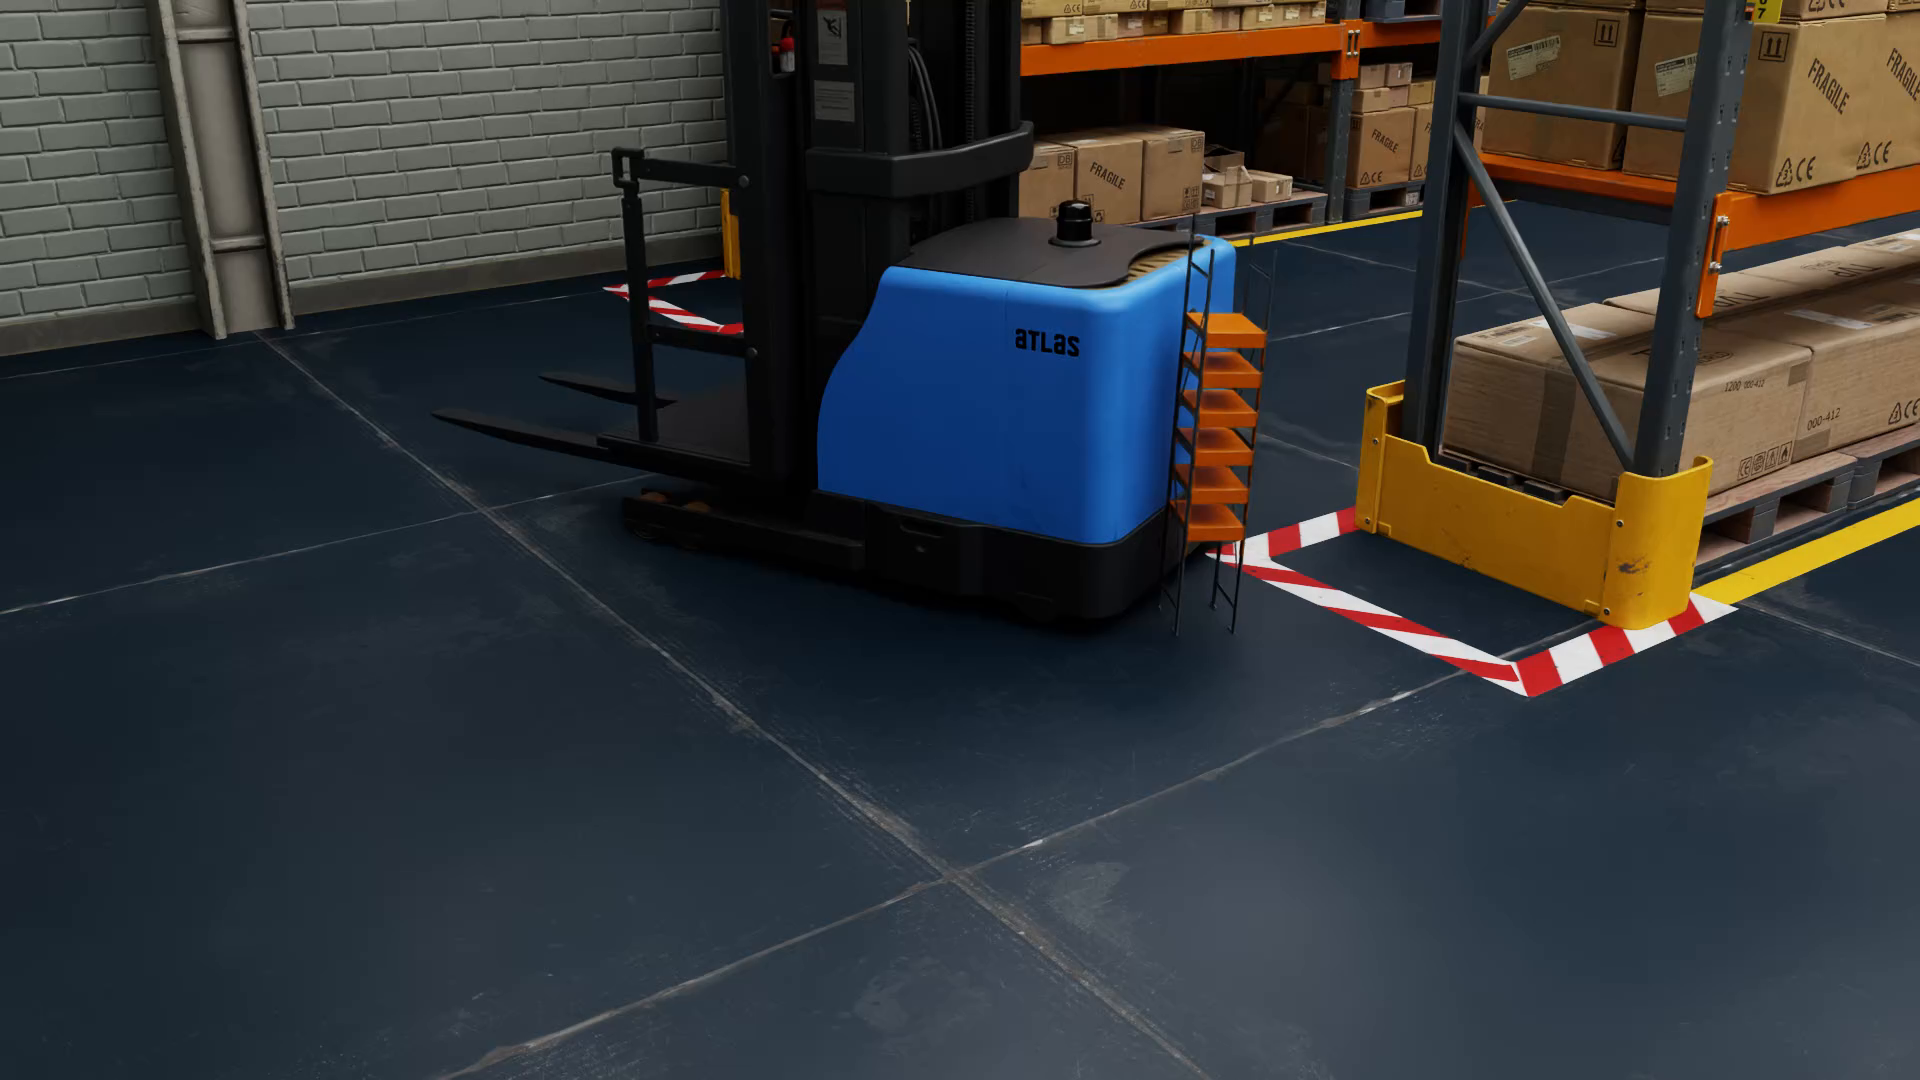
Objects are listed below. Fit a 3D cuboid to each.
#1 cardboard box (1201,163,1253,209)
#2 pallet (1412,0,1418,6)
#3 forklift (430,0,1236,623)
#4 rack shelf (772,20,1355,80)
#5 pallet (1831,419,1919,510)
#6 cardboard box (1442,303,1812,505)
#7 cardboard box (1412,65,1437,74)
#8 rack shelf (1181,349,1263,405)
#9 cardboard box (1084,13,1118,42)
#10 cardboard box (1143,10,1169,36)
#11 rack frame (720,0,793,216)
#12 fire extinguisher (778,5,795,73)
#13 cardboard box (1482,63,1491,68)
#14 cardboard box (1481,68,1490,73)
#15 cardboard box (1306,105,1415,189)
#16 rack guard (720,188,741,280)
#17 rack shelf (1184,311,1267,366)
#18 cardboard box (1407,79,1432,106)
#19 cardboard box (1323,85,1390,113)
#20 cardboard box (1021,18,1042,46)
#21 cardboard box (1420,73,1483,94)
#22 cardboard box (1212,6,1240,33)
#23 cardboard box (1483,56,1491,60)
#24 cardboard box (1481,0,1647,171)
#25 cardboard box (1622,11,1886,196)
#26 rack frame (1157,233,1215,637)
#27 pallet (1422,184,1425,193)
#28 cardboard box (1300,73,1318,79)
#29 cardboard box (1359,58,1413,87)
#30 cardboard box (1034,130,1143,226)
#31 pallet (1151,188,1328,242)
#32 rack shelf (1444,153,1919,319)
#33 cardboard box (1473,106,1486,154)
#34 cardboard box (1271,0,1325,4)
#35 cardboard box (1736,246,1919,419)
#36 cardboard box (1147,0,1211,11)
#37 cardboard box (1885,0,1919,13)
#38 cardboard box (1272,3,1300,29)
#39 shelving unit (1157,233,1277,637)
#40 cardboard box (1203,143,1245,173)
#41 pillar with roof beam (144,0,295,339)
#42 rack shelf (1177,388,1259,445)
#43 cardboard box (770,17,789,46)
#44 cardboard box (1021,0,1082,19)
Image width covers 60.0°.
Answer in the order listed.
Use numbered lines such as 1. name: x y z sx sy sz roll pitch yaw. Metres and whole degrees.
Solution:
1. cardboard box: 1.680 -2.317 10.778 0.258 0.266 0.396 -14 26 -31
2. pallet: 3.922 -4.032 12.213 1.213 0.211 1.003 -15 26 -33
3. forklift: -0.608 -1.485 5.663 3.031 2.935 1.130 12 25 27
4. rack shelf: 0.628 -2.911 10.115 4.000 0.370 1.077 -15 26 -33
5. pallet: 3.499 -0.484 6.824 1.213 0.211 1.003 -15 26 -33
6. cardboard box: 2.383 -0.498 5.987 0.875 0.438 0.875 -16 27 -35
7. cardboard box: 3.407 -3.473 12.483 0.250 0.149 0.380 -14 26 -32
8. rack shelf: 0.774 -0.487 4.962 0.180 0.103 0.258 -1 22 -8
9. cardboard box: 0.708 -3.011 9.734 0.250 0.149 0.380 -14 26 -32
10. cardboard box: 1.050 -3.155 10.095 0.250 0.149 0.380 -14 26 -32
11. rack frame: -0.996 -2.812 8.896 0.127 3.000 1.000 -15 26 -33
12. fire extinguisher: -0.845 -2.432 8.552 0.183 0.674 0.296 -15 26 -33
13. cardboard box: 3.874 -3.564 12.711 0.250 0.149 0.380 -15 26 -33
14. cardboard box: 3.923 -3.380 12.249 0.250 0.149 0.380 -15 26 -33
15. cardboard box: 2.775 -2.749 11.544 0.500 0.500 0.500 -14 25 -31
16. rack guard: -0.934 -1.668 9.401 0.348 0.500 1.175 -15 26 -33
17. rack shelf: 0.779 -0.599 4.918 0.180 0.103 0.258 -1 22 -8
18. cardboard box: 3.079 -3.153 11.682 0.250 0.149 0.380 -17 27 -36
19. cardboard box: 2.698 -3.011 11.325 0.250 0.149 0.380 -14 25 -30
20. cardboard box: 0.257 -2.916 9.495 0.250 0.149 0.380 -14 26 -32
21. cardboard box: 3.518 -3.259 11.948 0.250 0.149 0.380 -15 26 -33
22. cardboard box: 1.515 -3.241 10.311 0.250 0.149 0.380 -14 26 -31
23. cardboard box: 4.231 -3.702 13.057 0.250 0.149 0.380 -16 27 -35
24. cardboard box: 2.143 -1.550 5.599 0.500 0.500 0.500 -15 26 -33
25. cardboard box: 2.463 -1.384 5.182 0.500 0.500 0.500 -15 26 -33
26. rack frame: 0.676 -0.304 5.020 0.006 1.200 0.240 -1 22 -8
27. pallet: 3.880 -2.836 12.718 1.213 0.211 1.003 -15 26 -33
28. cardboard box: 2.592 -3.238 11.895 0.250 0.149 0.380 -15 26 -33
29. cardboard box: 2.880 -3.220 11.447 0.250 0.149 0.380 -16 27 -35
30. cardboard box: 0.760 -2.208 10.188 0.500 0.500 0.500 -14 26 -32
31. pallet: 1.693 -2.234 11.211 1.213 0.211 1.003 -15 26 -33
32. rack shelf: 3.529 -1.418 6.374 4.000 0.370 1.077 -15 26 -33
33. cardboard box: 3.609 -2.974 12.108 0.500 0.500 0.500 -16 27 -34
34. cardboard box: 1.980 -3.563 10.579 0.500 0.250 0.500 -14 26 -32
35. cardboard box: 3.854 -0.893 6.977 0.875 0.438 0.875 -16 27 -34
36. cardboard box: 1.170 -3.346 10.035 0.500 0.250 0.500 -15 26 -33
37. cardboard box: 2.877 -1.963 5.283 0.500 0.500 0.500 -16 27 -34
38. cardboard box: 1.941 -3.353 10.592 0.250 0.149 0.380 -14 26 -31
39. shelving unit: 0.766 -0.305 5.033 0.189 1.200 0.258 -1 22 -8
40. cardboard box: 1.577 -2.552 11.306 0.500 0.311 0.500 -14 26 -31
41. pillar with roof beam: -1.197 -3.991 3.756 0.400 9.000 9.100 -15 26 -33
42. rack shelf: 0.770 -0.376 5.006 0.180 0.103 0.258 -1 22 -8
43. cardboard box: -0.884 -2.848 9.325 0.250 0.149 0.380 -15 26 -33
44. cardboard box: 0.348 -3.118 9.463 0.500 0.250 0.500 -16 26 -34
